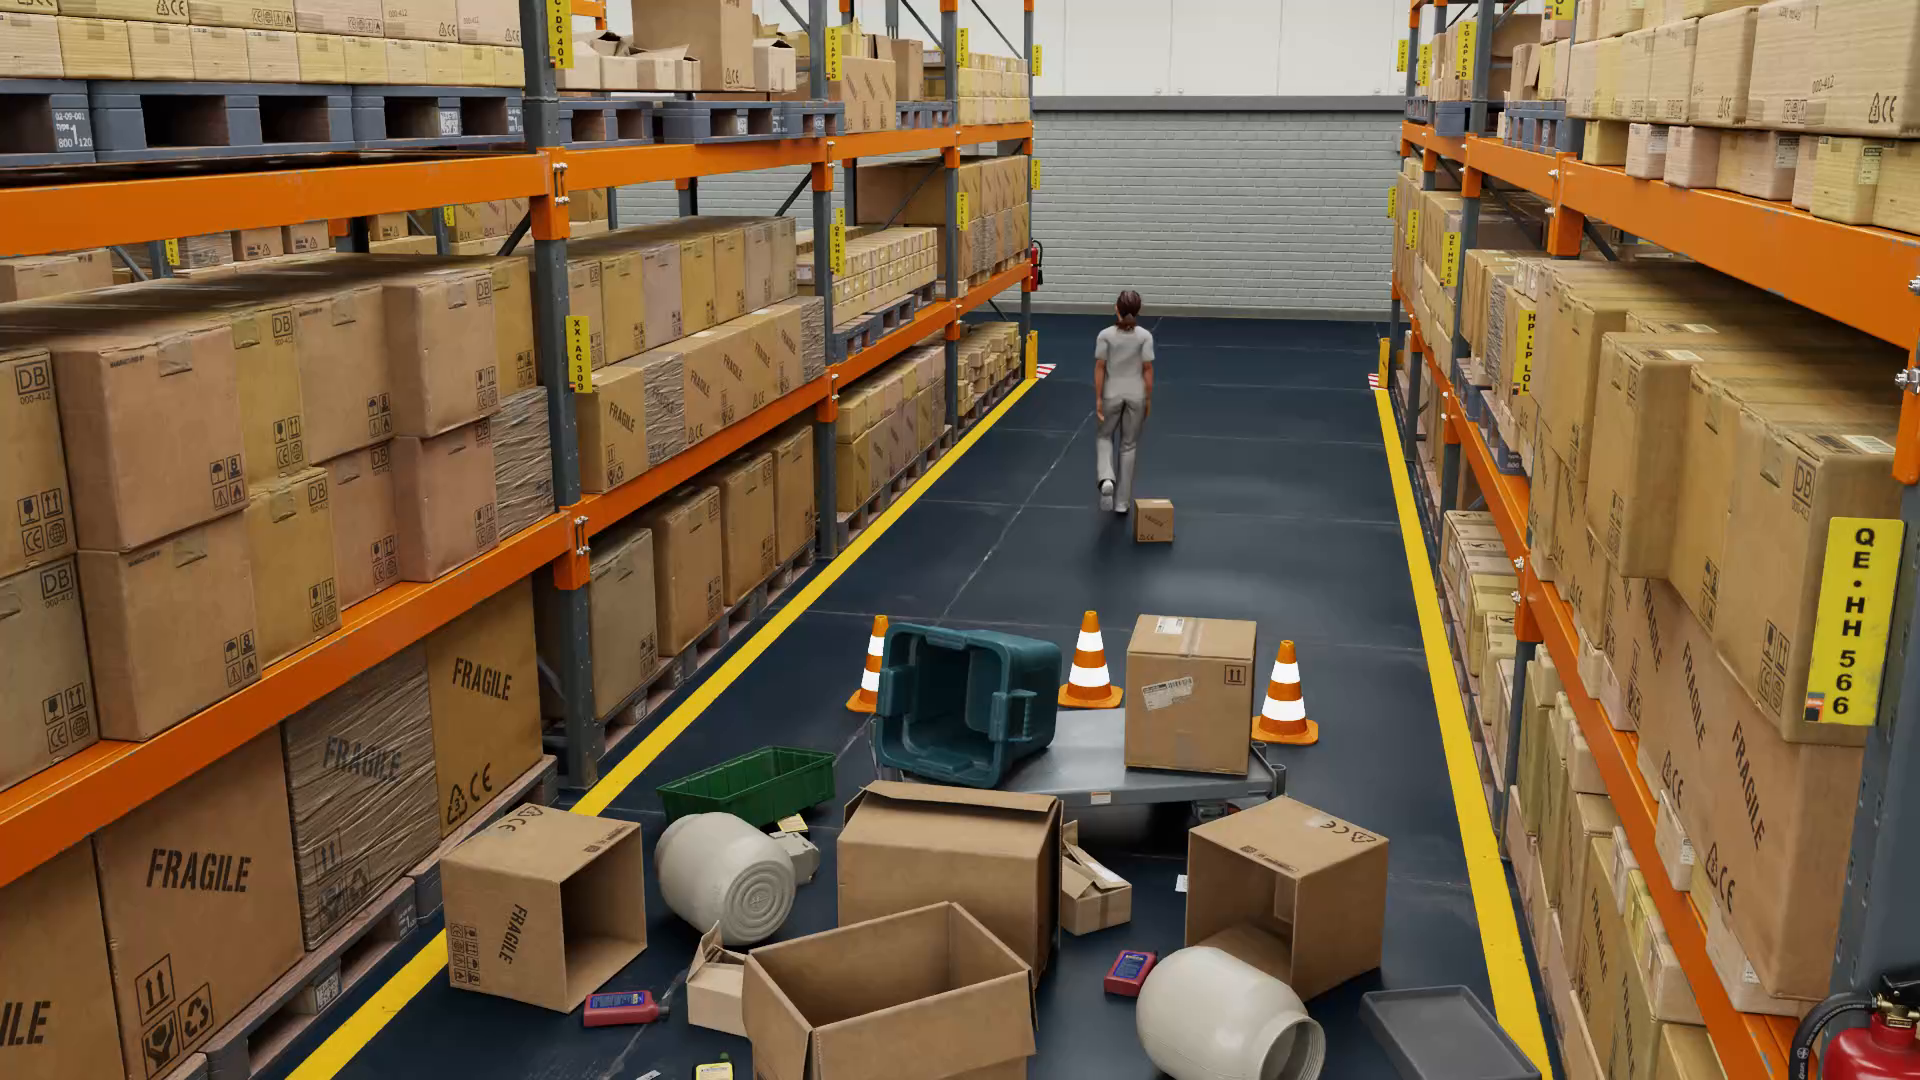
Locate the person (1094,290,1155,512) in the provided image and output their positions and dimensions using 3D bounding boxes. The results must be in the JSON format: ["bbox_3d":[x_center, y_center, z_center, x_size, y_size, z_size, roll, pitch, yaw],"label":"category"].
[{"bbox_3d":[1.215,-1.032,12.358,0.442,1.657,0.473,2,15,6],"label":"person"}]
